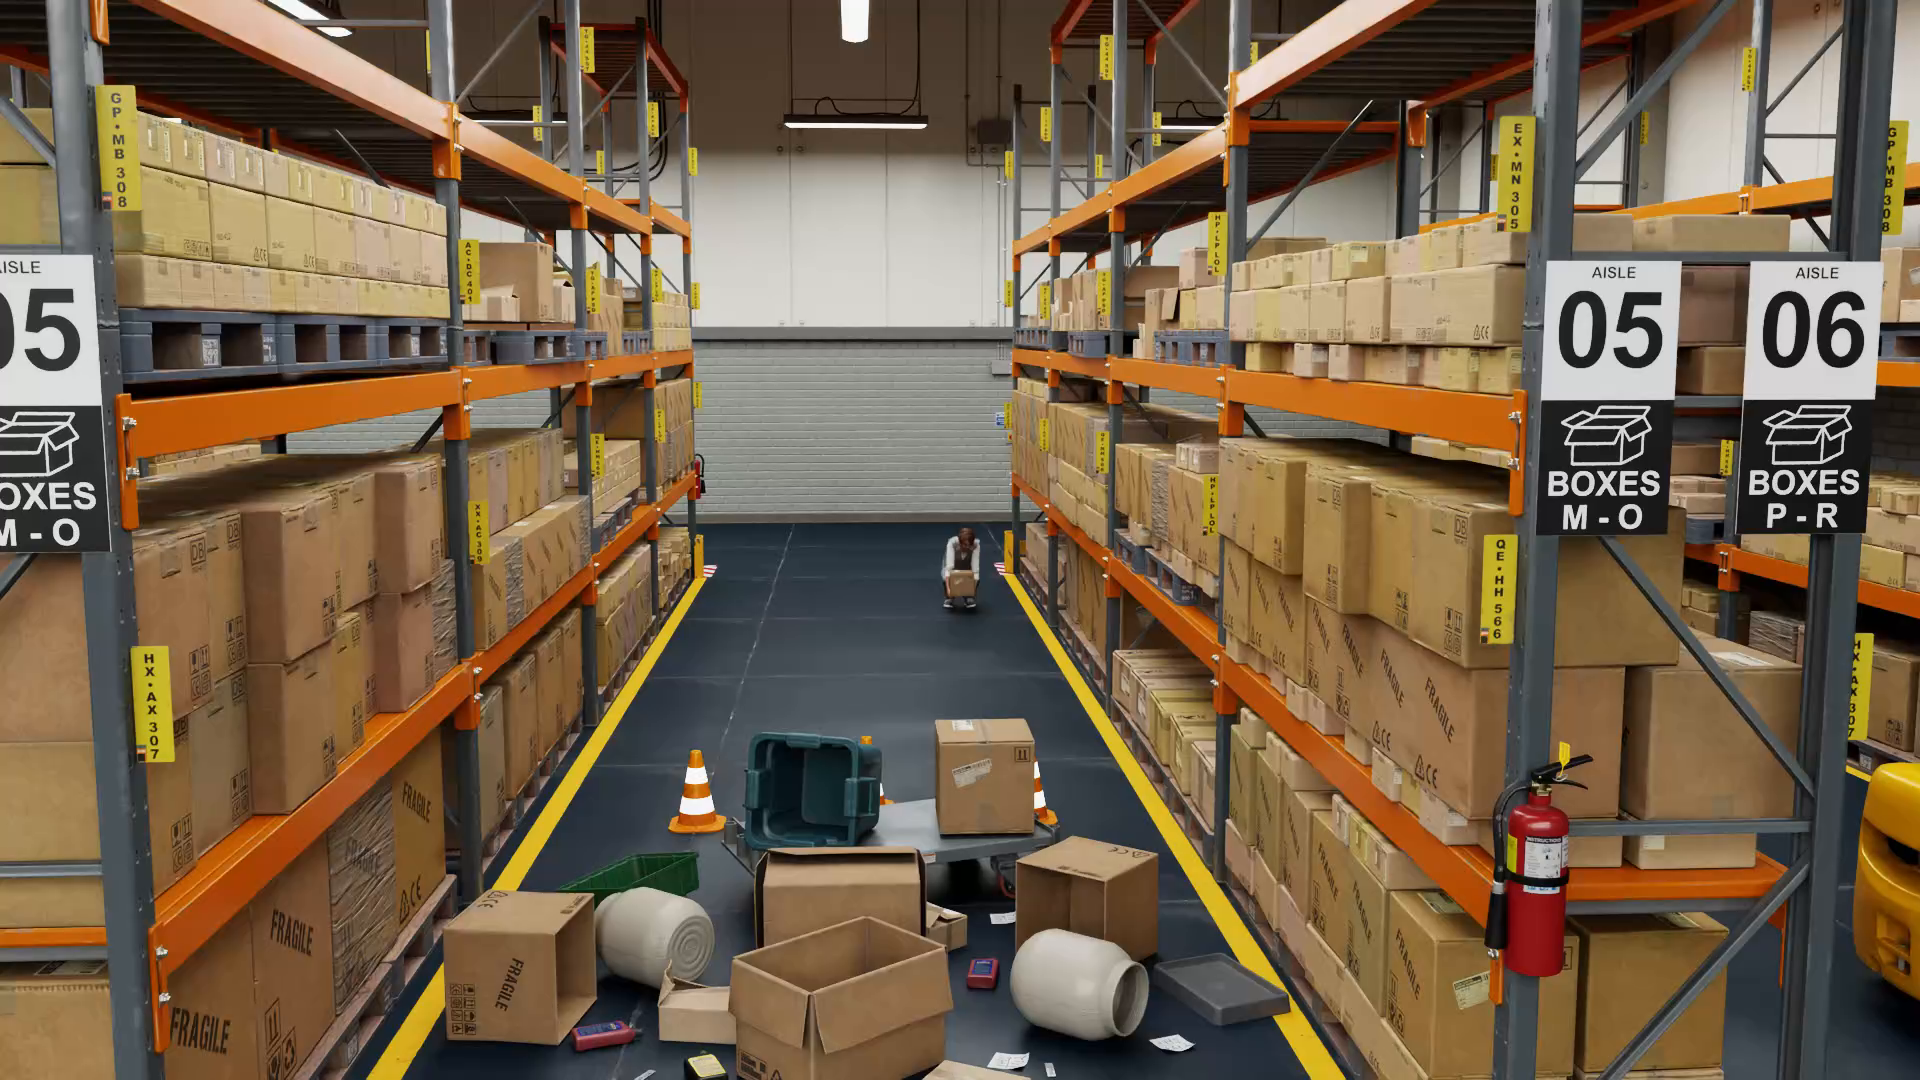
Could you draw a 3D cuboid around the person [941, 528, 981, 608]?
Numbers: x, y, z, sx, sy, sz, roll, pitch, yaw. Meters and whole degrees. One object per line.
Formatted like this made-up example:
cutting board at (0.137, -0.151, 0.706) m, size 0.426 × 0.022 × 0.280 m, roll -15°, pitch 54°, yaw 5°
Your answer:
person at (0.006, 0.304, 18.191) m, size 0.423 × 0.907 × 0.795 m, roll -1°, pitch 7°, yaw -5°
